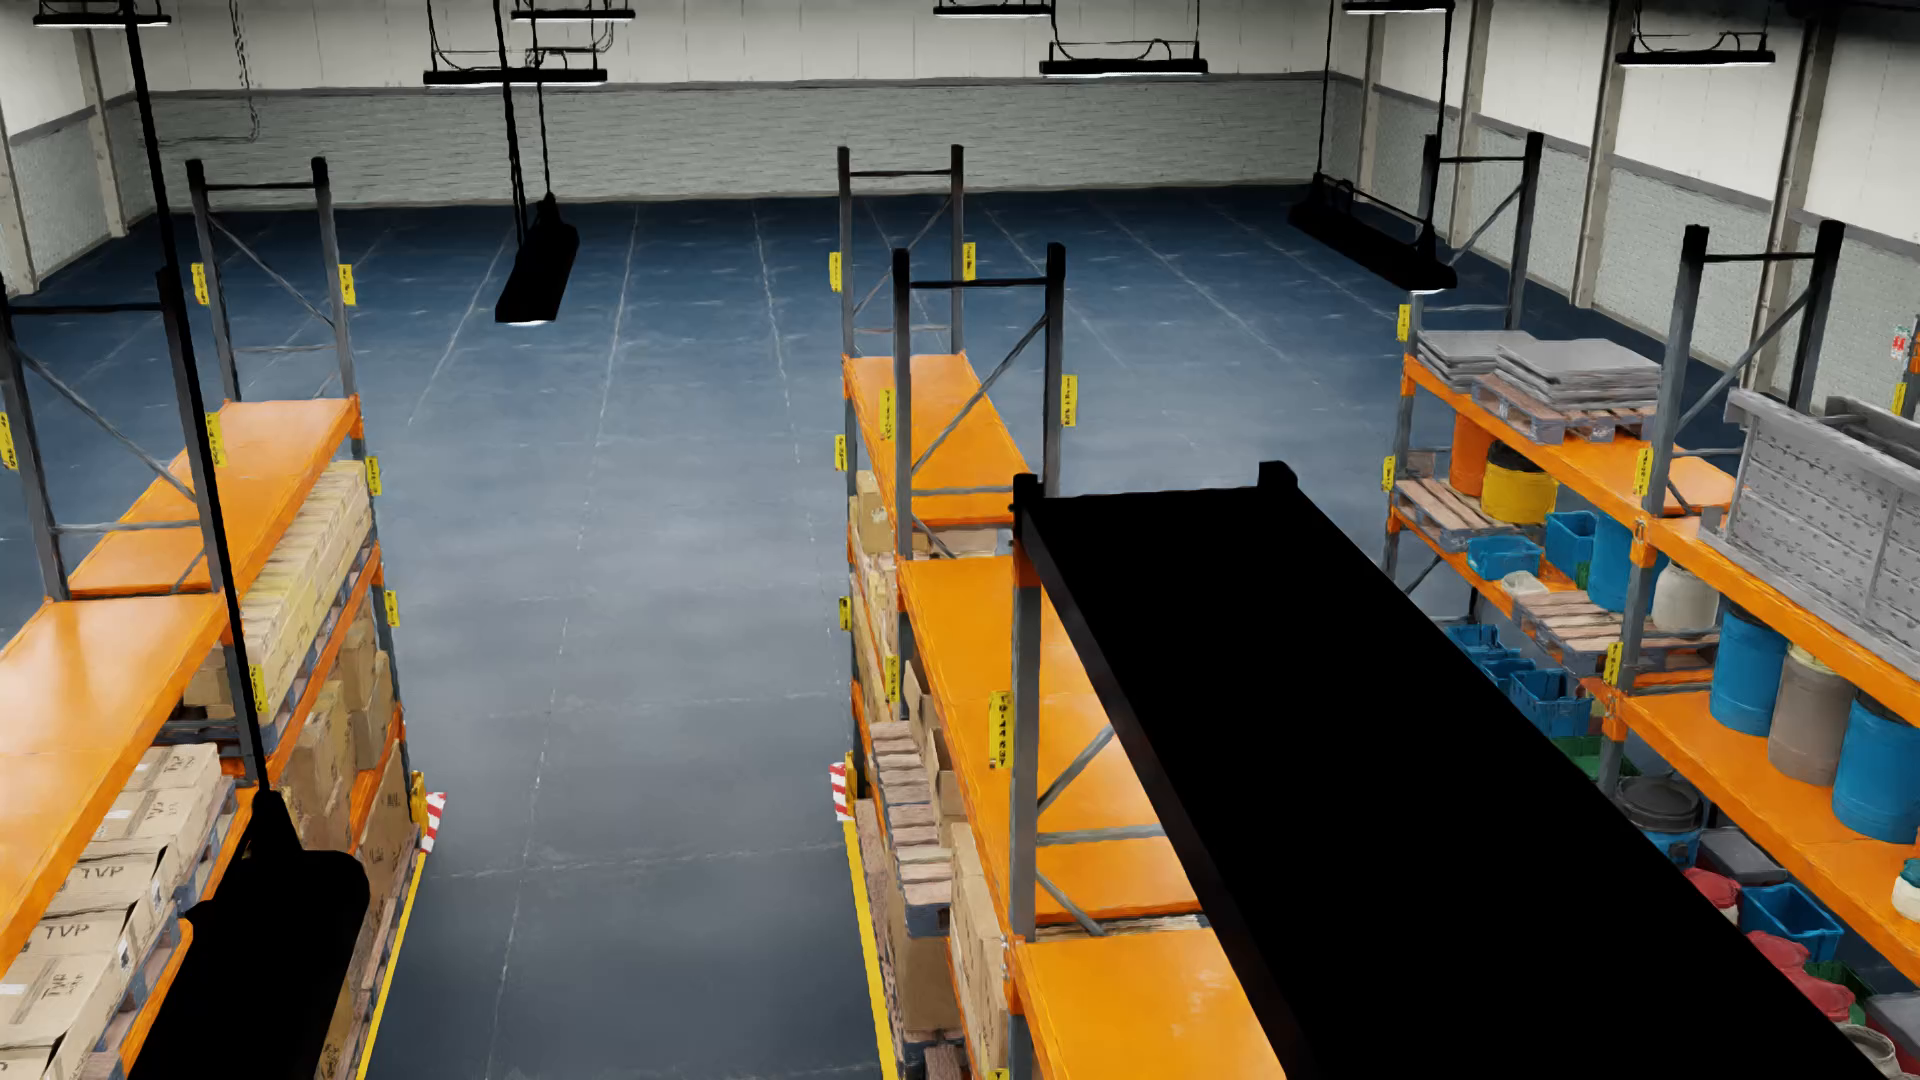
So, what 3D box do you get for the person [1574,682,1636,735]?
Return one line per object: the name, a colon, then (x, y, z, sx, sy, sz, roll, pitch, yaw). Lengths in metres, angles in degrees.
person: (5.951, 1.610, 15.400, 0.598, 1.619, 0.507, -4, 22, -9)
